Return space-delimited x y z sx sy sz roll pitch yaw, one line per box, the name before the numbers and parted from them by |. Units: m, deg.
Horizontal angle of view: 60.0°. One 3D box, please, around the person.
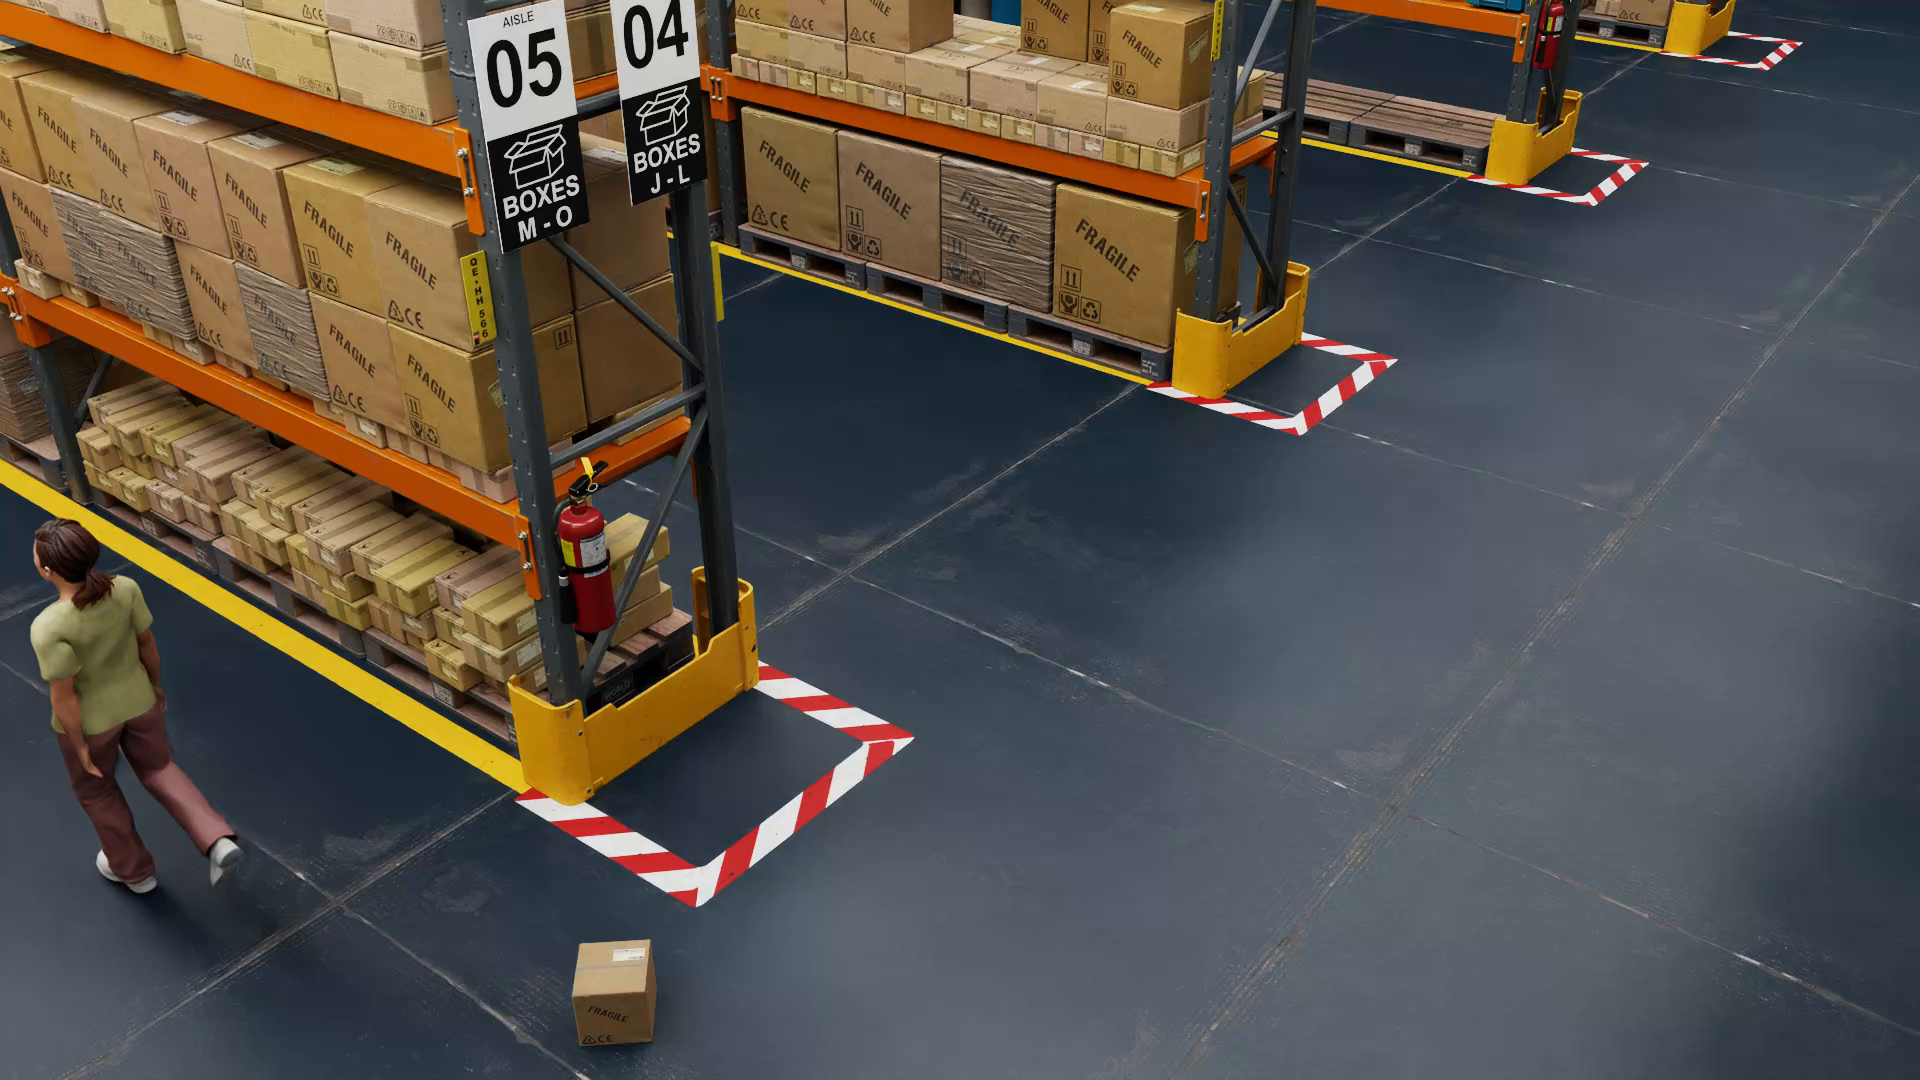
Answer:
person | -3.052 0.648 6.033 0.730 1.648 0.439 19 36 28
